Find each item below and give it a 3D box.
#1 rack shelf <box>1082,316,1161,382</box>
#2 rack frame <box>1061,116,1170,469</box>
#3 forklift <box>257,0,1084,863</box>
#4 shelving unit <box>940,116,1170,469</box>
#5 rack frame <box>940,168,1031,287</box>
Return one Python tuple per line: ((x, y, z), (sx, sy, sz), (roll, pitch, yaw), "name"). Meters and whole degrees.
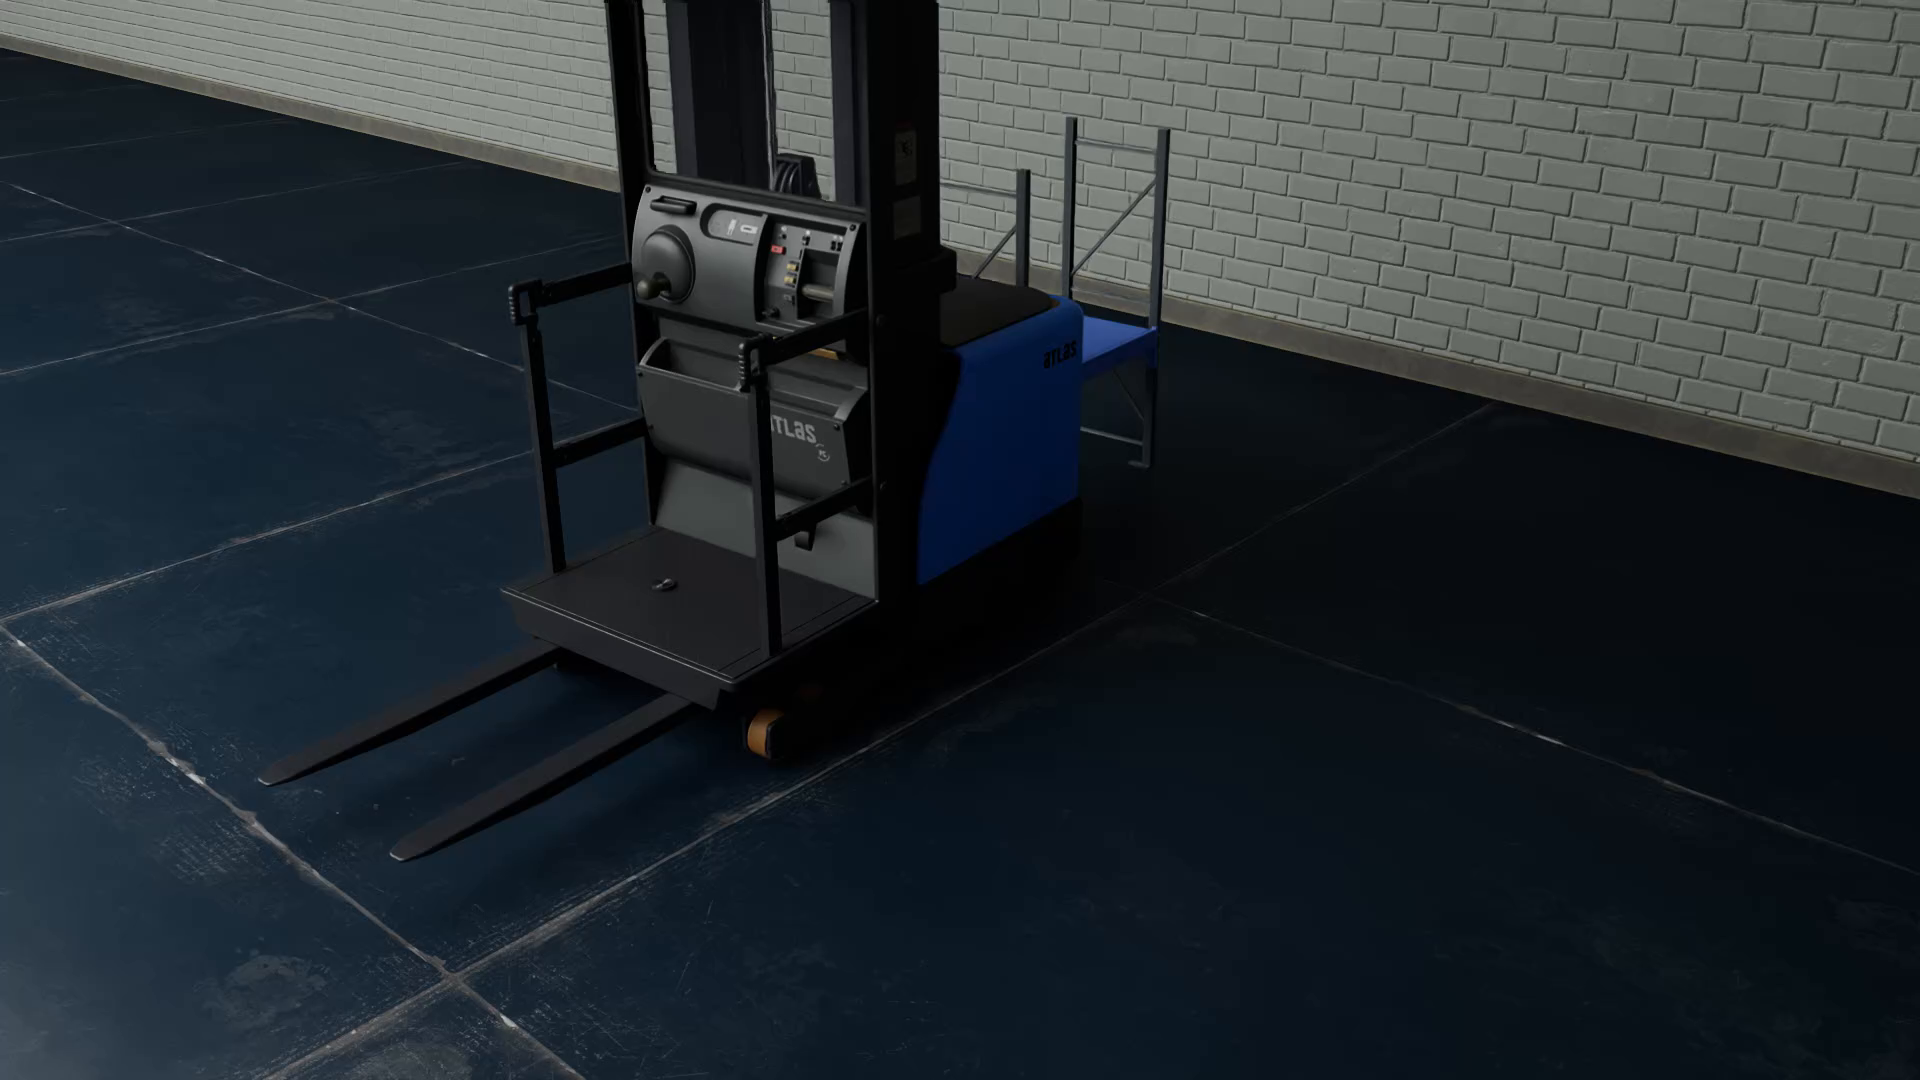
((0.357, -0.739, 7.006), (0.538, 0.185, 1.000), (17, 29, 33), "rack shelf")
((0.661, -1.070, 7.304), (0.500, 1.500, 0.032), (17, 29, 33), "rack frame")
((-0.816, -0.873, 5.115), (1.130, 2.935, 3.031), (17, 29, 33), "forklift")
((0.357, -0.904, 6.932), (0.538, 1.500, 1.048), (17, 29, 33), "shelving unit")
((0.052, -0.737, 6.561), (0.500, 1.500, 0.032), (17, 29, 33), "rack frame")
